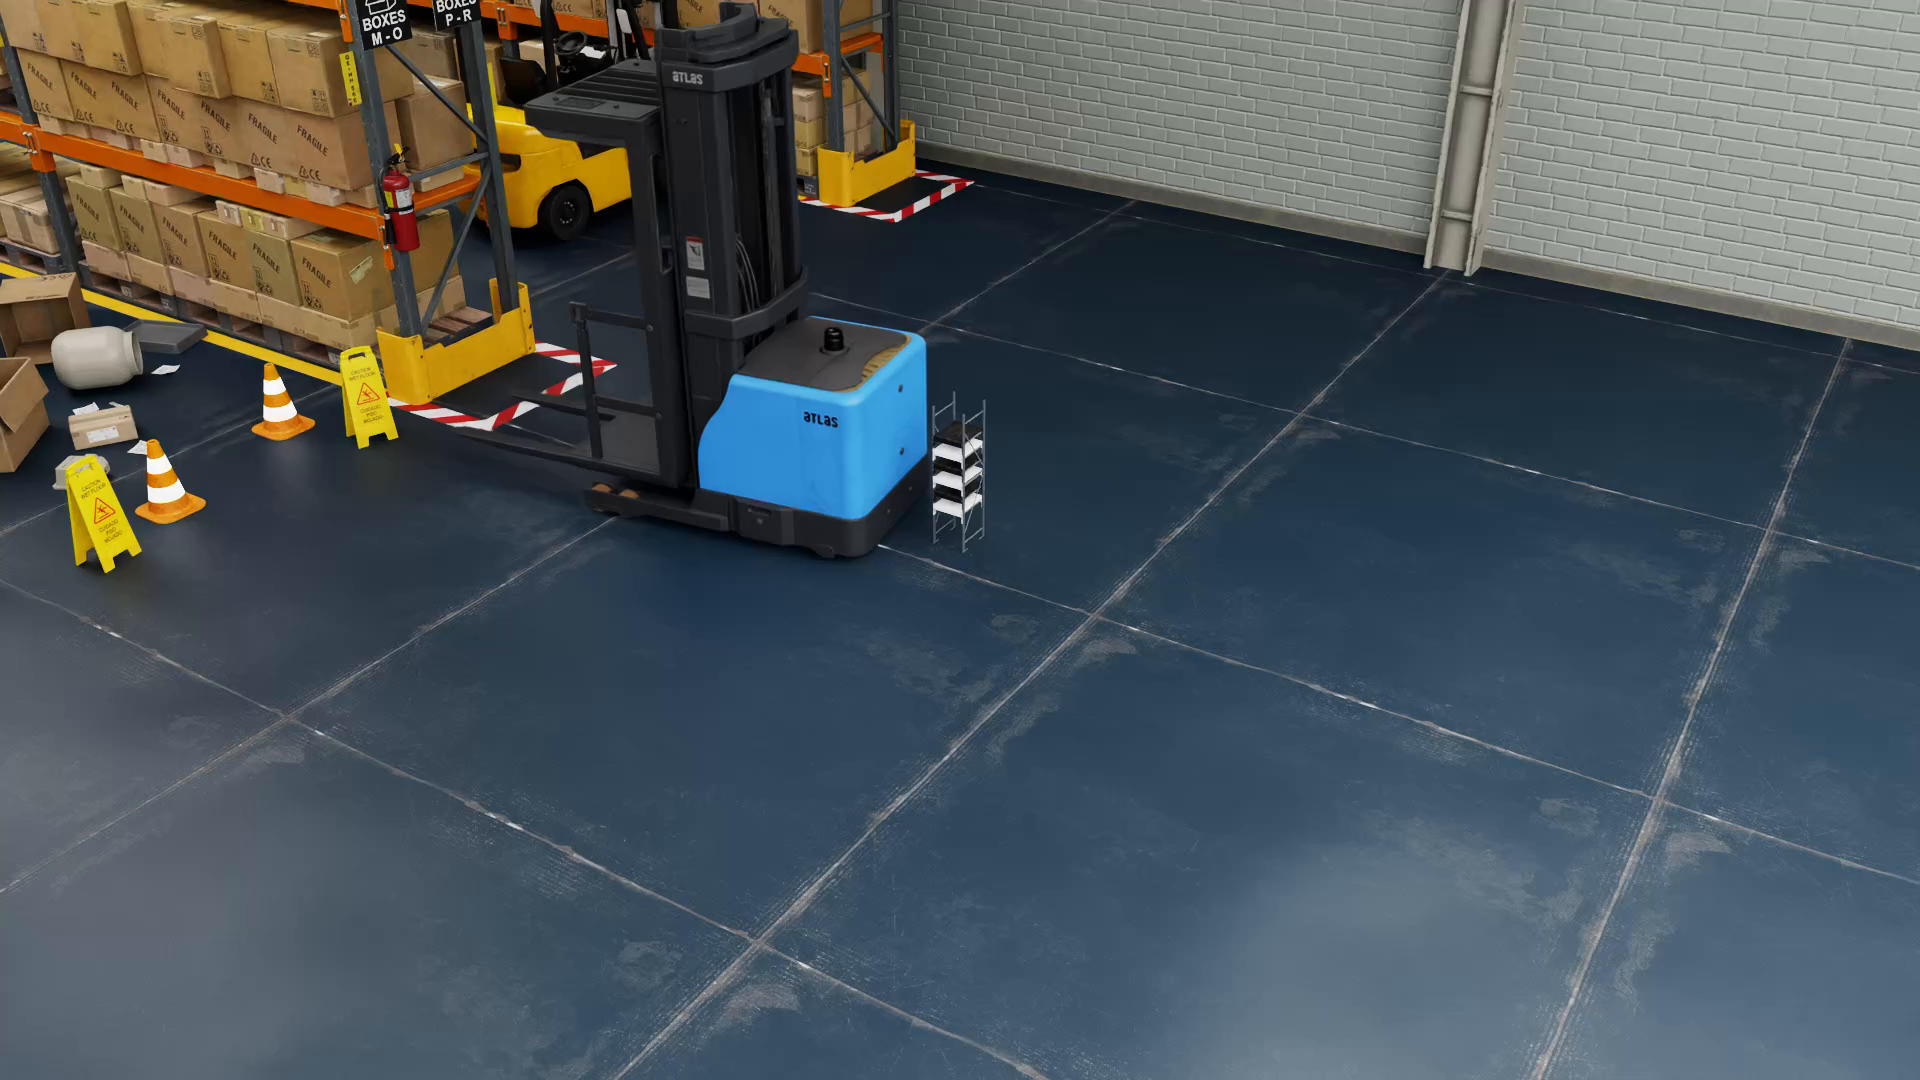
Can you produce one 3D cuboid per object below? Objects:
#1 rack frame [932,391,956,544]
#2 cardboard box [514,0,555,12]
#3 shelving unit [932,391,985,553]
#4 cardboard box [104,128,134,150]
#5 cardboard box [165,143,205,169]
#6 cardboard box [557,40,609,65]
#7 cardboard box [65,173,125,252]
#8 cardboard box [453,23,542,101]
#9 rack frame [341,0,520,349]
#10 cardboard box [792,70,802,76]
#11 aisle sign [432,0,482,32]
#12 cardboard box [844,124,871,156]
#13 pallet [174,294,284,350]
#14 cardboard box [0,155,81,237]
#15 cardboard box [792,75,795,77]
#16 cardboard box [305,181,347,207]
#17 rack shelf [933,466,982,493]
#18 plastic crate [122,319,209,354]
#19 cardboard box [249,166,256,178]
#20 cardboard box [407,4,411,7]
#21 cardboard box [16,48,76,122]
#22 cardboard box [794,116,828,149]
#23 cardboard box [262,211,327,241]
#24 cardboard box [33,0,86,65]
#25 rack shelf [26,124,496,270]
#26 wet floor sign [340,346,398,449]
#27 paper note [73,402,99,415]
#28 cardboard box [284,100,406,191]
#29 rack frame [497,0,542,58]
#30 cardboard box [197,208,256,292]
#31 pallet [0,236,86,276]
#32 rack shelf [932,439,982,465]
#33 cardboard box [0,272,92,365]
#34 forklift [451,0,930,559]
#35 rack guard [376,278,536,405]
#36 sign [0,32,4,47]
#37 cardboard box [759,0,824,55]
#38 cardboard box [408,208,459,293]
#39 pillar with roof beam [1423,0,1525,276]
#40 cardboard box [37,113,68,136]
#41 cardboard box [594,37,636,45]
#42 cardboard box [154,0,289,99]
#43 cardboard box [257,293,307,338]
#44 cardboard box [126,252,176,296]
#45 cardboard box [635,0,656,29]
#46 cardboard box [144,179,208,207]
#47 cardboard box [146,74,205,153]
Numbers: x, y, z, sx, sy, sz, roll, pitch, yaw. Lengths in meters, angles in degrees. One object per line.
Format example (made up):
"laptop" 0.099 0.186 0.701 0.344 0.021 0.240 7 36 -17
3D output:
"rack frame" -0.093 -0.418 9.746 0.006 0.900 0.240 18 35 27
"cardboard box" -4.029 -5.495 16.265 0.500 0.500 0.500 17 34 26
"shelving unit" -0.007 -0.391 9.699 0.210 0.900 0.258 18 35 27
"cardboard box" -6.132 -3.048 12.419 0.250 0.149 0.380 19 35 29
"cardboard box" -5.499 -2.830 12.046 0.250 0.149 0.380 17 34 27
"cardboard box" -3.596 -4.702 16.326 0.500 0.250 0.500 18 35 27
"cardboard box" -6.546 -2.606 12.981 0.500 0.500 0.500 19 35 30
"cardboard box" -4.714 -4.972 17.409 0.625 0.625 0.875 19 35 29
"rack frame" -3.514 -2.491 11.215 0.127 3.000 1.000 18 35 27
"cardboard box" -1.610 -4.378 15.769 0.500 0.250 0.500 18 35 27
"aisle sign" -3.297 -3.729 10.758 0.004 0.787 0.394 18 35 27
"cardboard box" -1.191 -3.819 15.803 0.500 0.250 0.500 18 35 28
"pallet" -5.277 -1.866 12.912 1.213 0.211 1.003 18 35 27
"cardboard box" -7.958 -2.939 14.175 0.625 0.372 0.950 20 36 30
"cardboard box" -1.870 -4.160 15.396 0.500 0.250 0.500 18 35 28
"cardboard box" -4.218 -2.411 11.328 0.250 0.149 0.380 17 34 27
"rack shelf" -0.007 -0.362 9.716 0.200 0.077 0.258 18 35 27
"plastic crate" -6.008 -1.530 12.466 0.583 0.080 0.402 6 31 10
"cardboard box" -4.800 -2.674 11.778 0.250 0.149 0.380 18 35 28
"cardboard box" -6.576 -5.564 18.423 0.625 0.625 0.875 19 35 29
"cardboard box" -6.678 -3.497 12.545 0.500 0.500 0.500 17 35 27
"cardboard box" -1.457 -3.817 15.304 0.500 0.250 0.500 17 34 27
"cardboard box" -4.678 -2.261 11.746 0.250 0.149 0.380 19 35 29
"cardboard box" -6.224 -3.809 12.088 0.500 0.500 0.700 18 35 28
"rack shelf" -5.208 -2.716 12.314 4.000 0.370 1.077 18 35 27
"wet floor sign" -3.922 -0.966 10.938 0.267 0.644 0.232 -21 36 -32
"paper note" -6.013 -0.898 11.443 0.148 0.019 0.142 -21 36 -32
"cardboard box" -4.120 -2.690 11.162 0.500 0.500 0.500 17 34 26
"rack frame" -4.266 -5.682 16.685 0.127 3.000 1.000 18 35 27
"cardboard box" -5.199 -2.188 12.264 0.500 0.500 0.500 17 34 26
"pallet" -7.562 -2.566 14.111 1.213 0.211 1.003 18 35 27
"rack shelf" -0.007 -0.518 9.626 0.200 0.077 0.258 18 35 27
"cardboard box" -6.718 -1.616 12.193 0.500 0.500 0.500 -9 32 -15
"forklift" -1.753 -1.631 9.810 3.031 2.935 1.130 12 32 20
"rack guard" -3.579 -1.431 11.880 0.348 0.500 1.175 18 35 27
"sign" -7.194 -3.824 12.352 0.005 0.325 0.100 18 35 27
"cardboard box" -1.435 -4.673 14.856 0.500 0.500 0.500 17 34 26
"cardboard box" -4.071 -2.148 12.196 0.500 0.500 0.500 16 34 26
"pillar with roof beam" 1.804 -4.328 8.411 0.400 9.000 9.100 18 35 27
"cardboard box" -6.806 -3.232 12.736 0.250 0.149 0.380 17 34 27
"cardboard box" -3.310 -4.929 16.714 0.500 0.250 0.500 17 34 27
"cardboard box" -4.974 -3.369 11.334 0.500 0.500 0.700 17 34 27
"cardboard box" -4.776 -1.728 12.220 0.500 0.250 0.500 18 35 28
"cardboard box" -6.088 -2.144 12.933 0.500 0.250 0.500 20 36 30
"cardboard box" -2.735 -5.083 15.559 0.500 0.500 0.500 18 35 28
"cardboard box" -5.806 -2.620 12.360 0.250 0.149 0.380 20 36 30
"cardboard box" -5.383 -3.106 11.874 0.500 0.500 0.500 18 35 28
